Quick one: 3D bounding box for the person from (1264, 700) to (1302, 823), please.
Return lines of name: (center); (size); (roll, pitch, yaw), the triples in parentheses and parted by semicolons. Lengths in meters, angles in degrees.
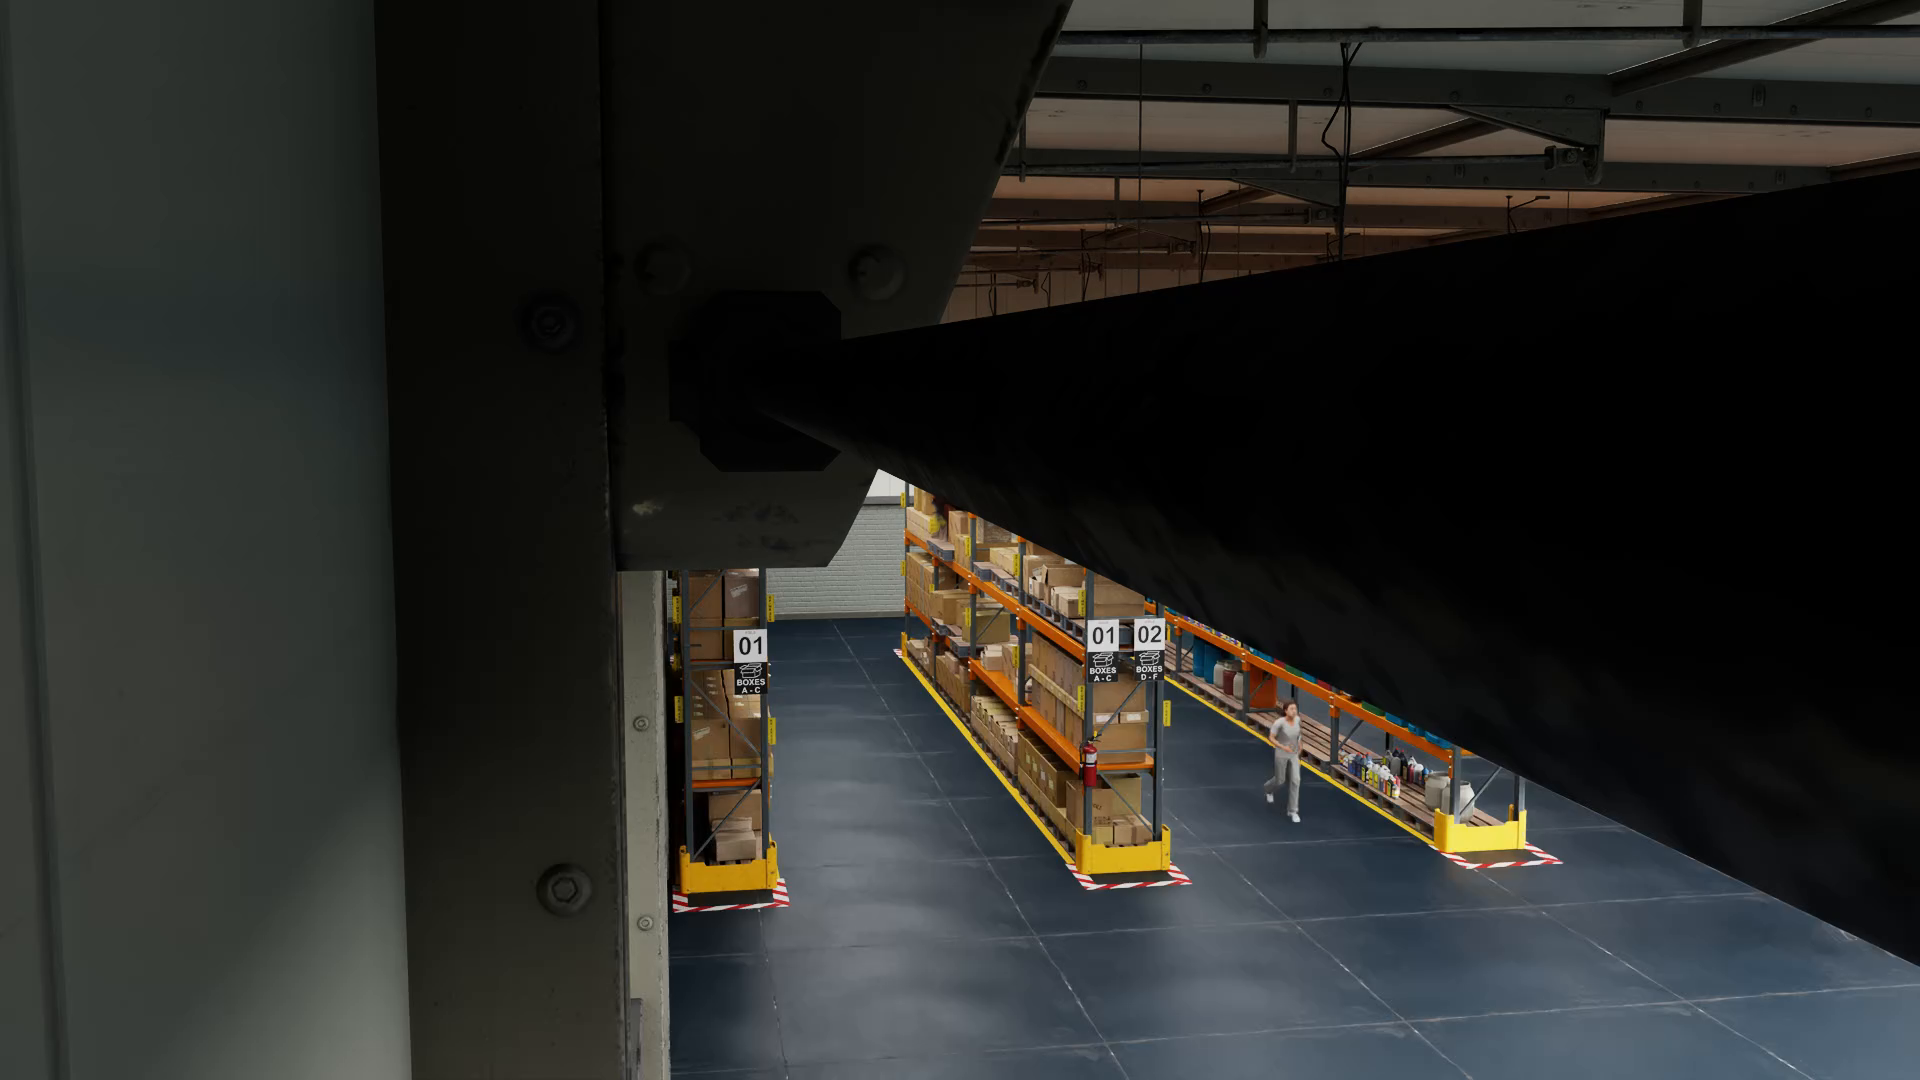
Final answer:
person: (4.602, 3.069, 23.519); (0.587, 1.664, 0.993); (-2, 6, -20)
